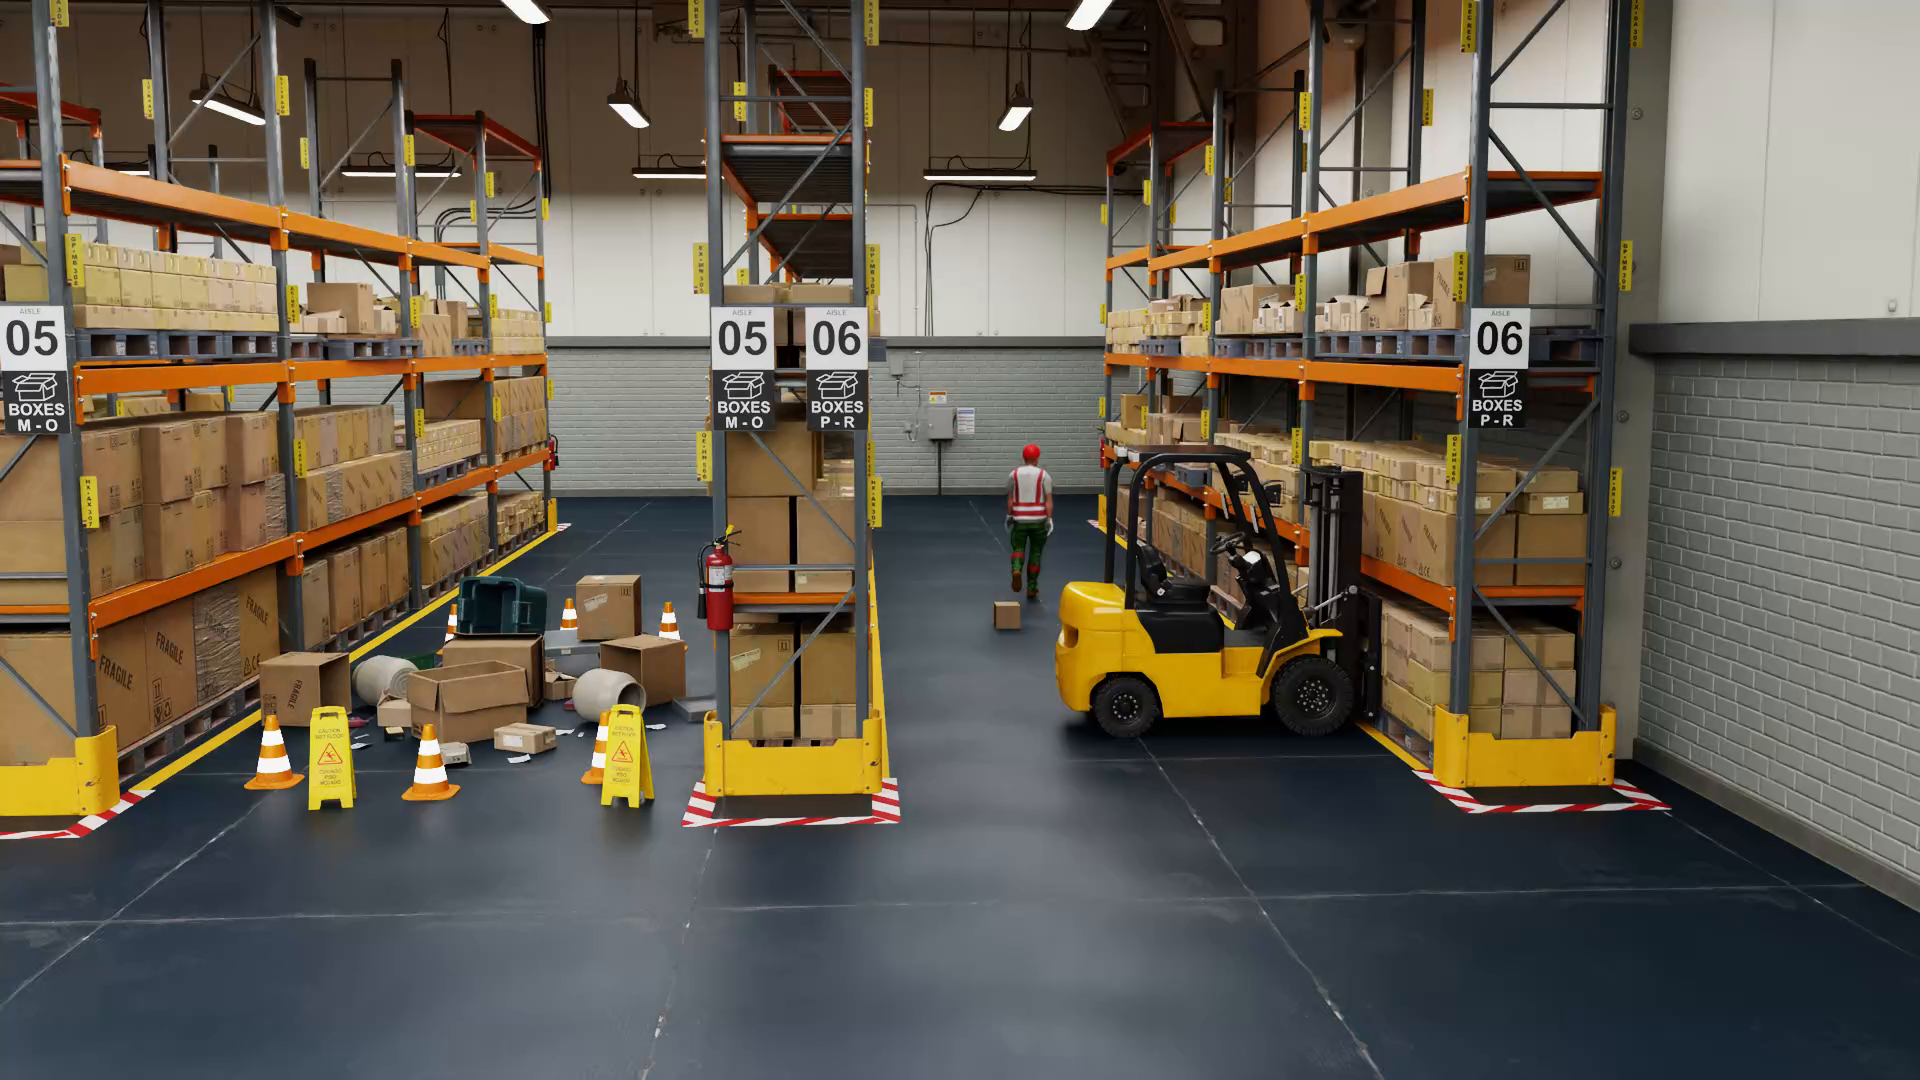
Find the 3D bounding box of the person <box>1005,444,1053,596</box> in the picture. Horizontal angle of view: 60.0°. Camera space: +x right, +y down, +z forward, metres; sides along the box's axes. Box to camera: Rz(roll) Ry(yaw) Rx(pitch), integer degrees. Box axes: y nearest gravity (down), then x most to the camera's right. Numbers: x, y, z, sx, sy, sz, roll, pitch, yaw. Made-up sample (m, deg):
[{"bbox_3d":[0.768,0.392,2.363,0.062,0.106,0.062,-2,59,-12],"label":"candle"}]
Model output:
[{"bbox_3d":[0.798,-0.228,19.362,0.585,1.778,0.609,2,7,13],"label":"person"}]
